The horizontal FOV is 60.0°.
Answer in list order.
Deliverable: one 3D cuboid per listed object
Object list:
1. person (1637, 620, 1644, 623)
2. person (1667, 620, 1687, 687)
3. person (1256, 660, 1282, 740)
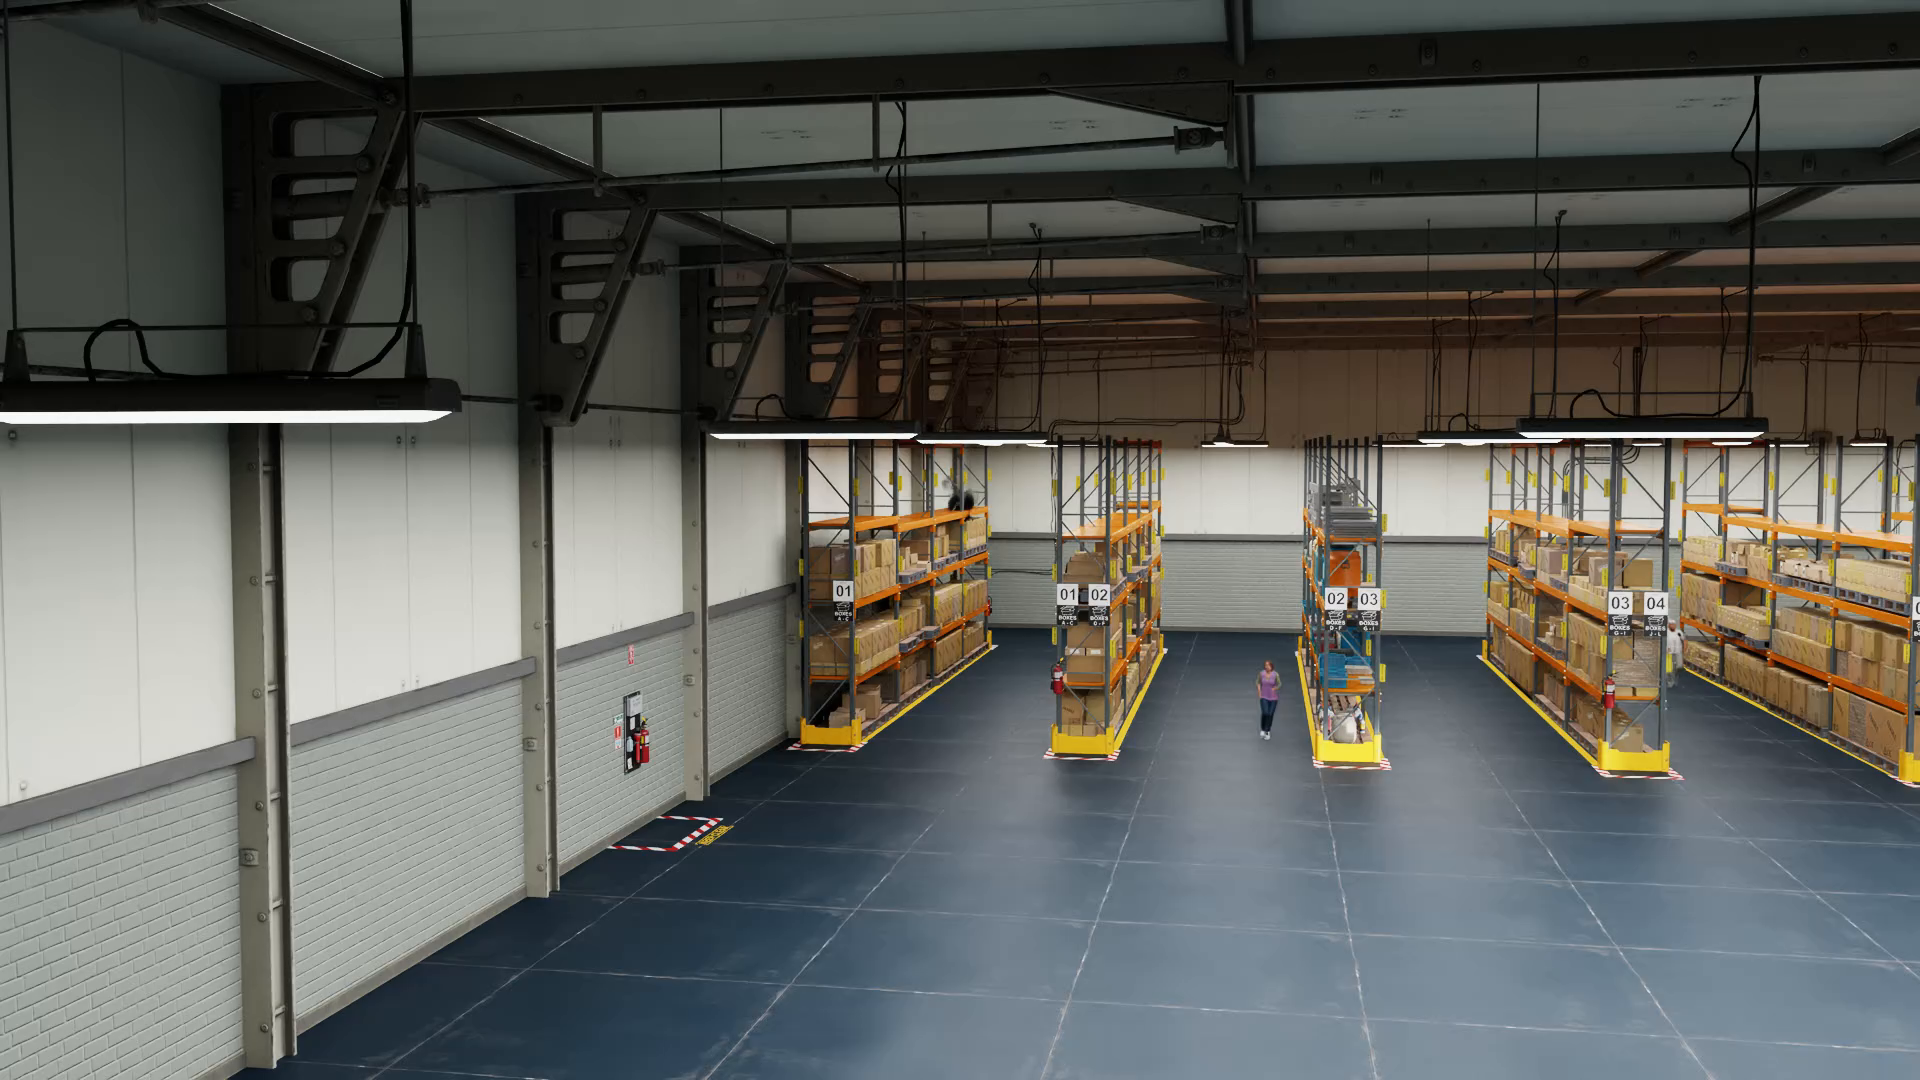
[{"bbox_3d":[17.737,2.569,43.112,0.754,1.765,1.076,0,3,6],"label":"person"},{"bbox_3d":[17.221,2.740,40.112,0.618,1.627,0.570,1,3,16],"label":"person"},{"bbox_3d":[6.093,3.156,32.808,0.510,1.591,0.646,1,3,10],"label":"person"}]
